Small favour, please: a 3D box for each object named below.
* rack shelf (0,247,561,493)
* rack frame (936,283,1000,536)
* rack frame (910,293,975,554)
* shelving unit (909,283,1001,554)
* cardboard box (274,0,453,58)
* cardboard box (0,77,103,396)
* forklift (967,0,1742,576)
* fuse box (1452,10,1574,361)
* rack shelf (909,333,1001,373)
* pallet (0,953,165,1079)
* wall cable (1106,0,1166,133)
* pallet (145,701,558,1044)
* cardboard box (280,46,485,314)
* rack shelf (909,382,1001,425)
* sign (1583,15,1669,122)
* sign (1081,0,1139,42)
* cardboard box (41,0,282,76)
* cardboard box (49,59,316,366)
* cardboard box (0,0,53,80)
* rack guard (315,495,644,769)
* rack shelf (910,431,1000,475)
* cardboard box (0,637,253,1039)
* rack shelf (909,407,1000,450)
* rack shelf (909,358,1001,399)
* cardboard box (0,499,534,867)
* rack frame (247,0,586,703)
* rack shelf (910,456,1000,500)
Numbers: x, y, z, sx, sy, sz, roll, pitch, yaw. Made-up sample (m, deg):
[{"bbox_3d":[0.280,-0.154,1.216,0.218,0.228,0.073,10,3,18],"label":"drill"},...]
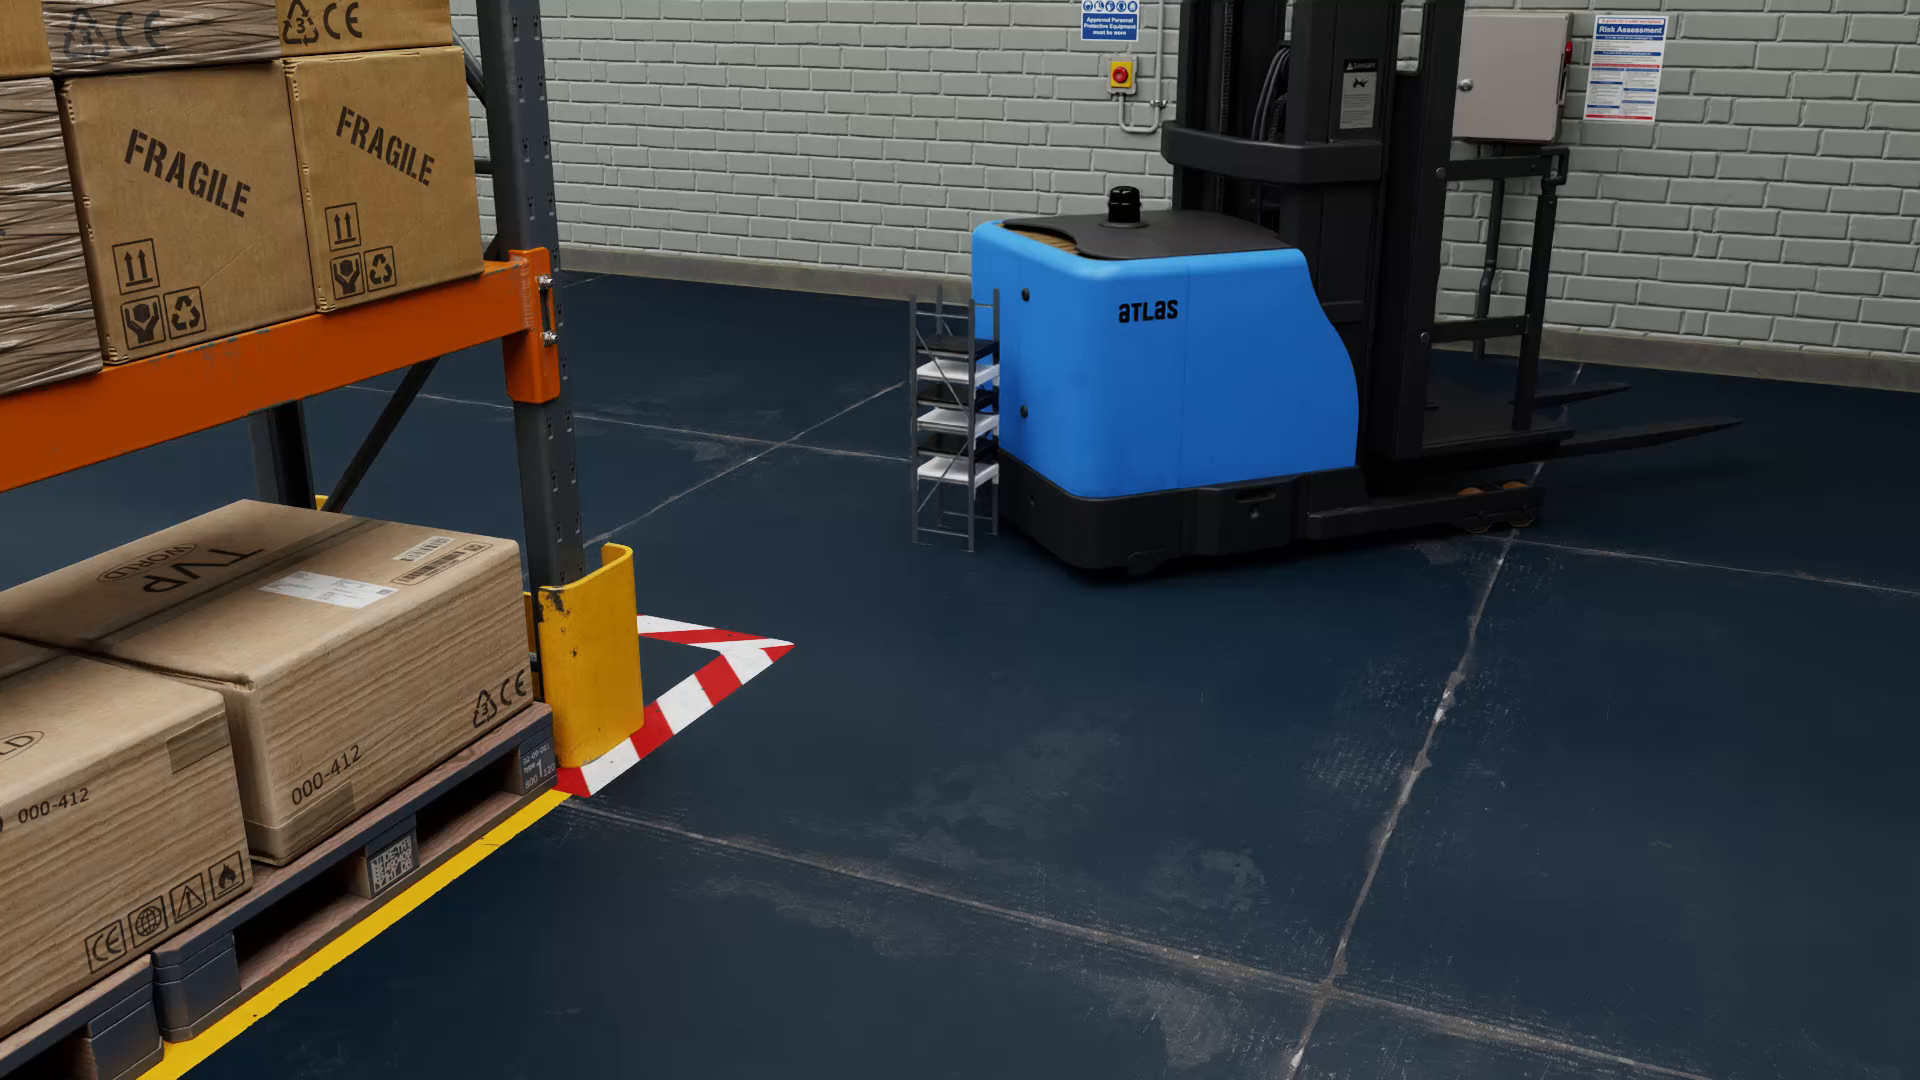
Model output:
[{"bbox_3d":[-2.276,0.011,2.536,1.077,0.370,4.000,9,21,23],"label":"rack shelf"},{"bbox_3d":[0.027,-0.455,5.906,0.240,0.900,0.006,9,21,24],"label":"rack frame"},{"bbox_3d":[-0.060,-0.394,5.733,0.240,0.900,0.006,9,21,24],"label":"rack frame"},{"bbox_3d":[-0.017,-0.424,5.819,0.258,0.900,0.210,9,21,24],"label":"shelving unit"},{"bbox_3d":[-1.437,-1.278,3.444,0.500,0.500,0.500,9,22,24],"label":"cardboard box"},{"bbox_3d":[-1.834,-0.493,2.730,0.500,0.500,0.500,9,22,24],"label":"cardboard box"},{"bbox_3d":[1.596,-1.558,5.977,3.031,2.935,1.130,-8,21,-21],"label":"forklift"},{"bbox_3d":[2.688,-1.727,8.271,0.539,1.711,0.414,9,21,23],"label":"fuse box"},{"bbox_3d":[-0.017,-0.647,5.740,0.258,0.077,0.200,9,21,24],"label":"rack shelf"},{"bbox_3d":[-2.214,1.001,2.840,1.003,0.211,1.213,9,21,23],"label":"pallet"},{"bbox_3d":[0.831,-3.160,8.815,0.585,1.953,0.123,9,21,23],"label":"wall cable"},{"bbox_3d":[-1.713,0.629,3.885,1.003,0.211,1.213,9,21,23],"label":"pallet"},{"bbox_3d":[-1.413,-0.803,3.601,0.500,0.500,0.500,9,21,23],"label":"cardboard box"},{"bbox_3d":[-0.017,-0.478,5.800,0.258,0.077,0.200,9,21,24],"label":"rack shelf"},{"bbox_3d":[3.223,-2.285,8.058,0.329,0.494,0.001,9,21,23],"label":"sign"},{"bbox_3d":[0.812,-2.819,9.017,0.327,0.218,0.001,9,21,23],"label":"sign"},{"bbox_3d":[-1.624,-1.114,2.984,0.500,0.500,0.500,9,21,23],"label":"cardboard box"},{"bbox_3d":[-1.632,-0.652,3.176,0.500,0.500,0.500,8,21,22],"label":"cardboard box"},{"bbox_3d":[-1.829,-0.963,2.560,0.500,0.500,0.500,8,21,22],"label":"cardboard box"},{"bbox_3d":[-1.447,0.231,4.574,1.175,0.500,0.348,9,21,23],"label":"rack guard"},{"bbox_3d":[-0.017,-0.308,5.861,0.258,0.077,0.200,9,21,24],"label":"rack shelf"},{"bbox_3d":[-2.003,0.566,3.098,0.875,0.438,0.875,9,22,24],"label":"cardboard box"},{"bbox_3d":[-0.017,-0.393,5.830,0.258,0.077,0.200,9,21,24],"label":"rack shelf"},{"bbox_3d":[-0.017,-0.563,5.770,0.258,0.077,0.200,9,21,24],"label":"rack shelf"},{"bbox_3d":[-1.636,0.285,3.888,0.875,0.438,0.875,8,21,21],"label":"cardboard box"},{"bbox_3d":[-1.457,-0.940,4.135,1.000,3.000,0.127,9,21,23],"label":"rack frame"},{"bbox_3d":[-0.017,-0.223,5.891,0.258,0.077,0.200,9,21,24],"label":"rack shelf"}]
